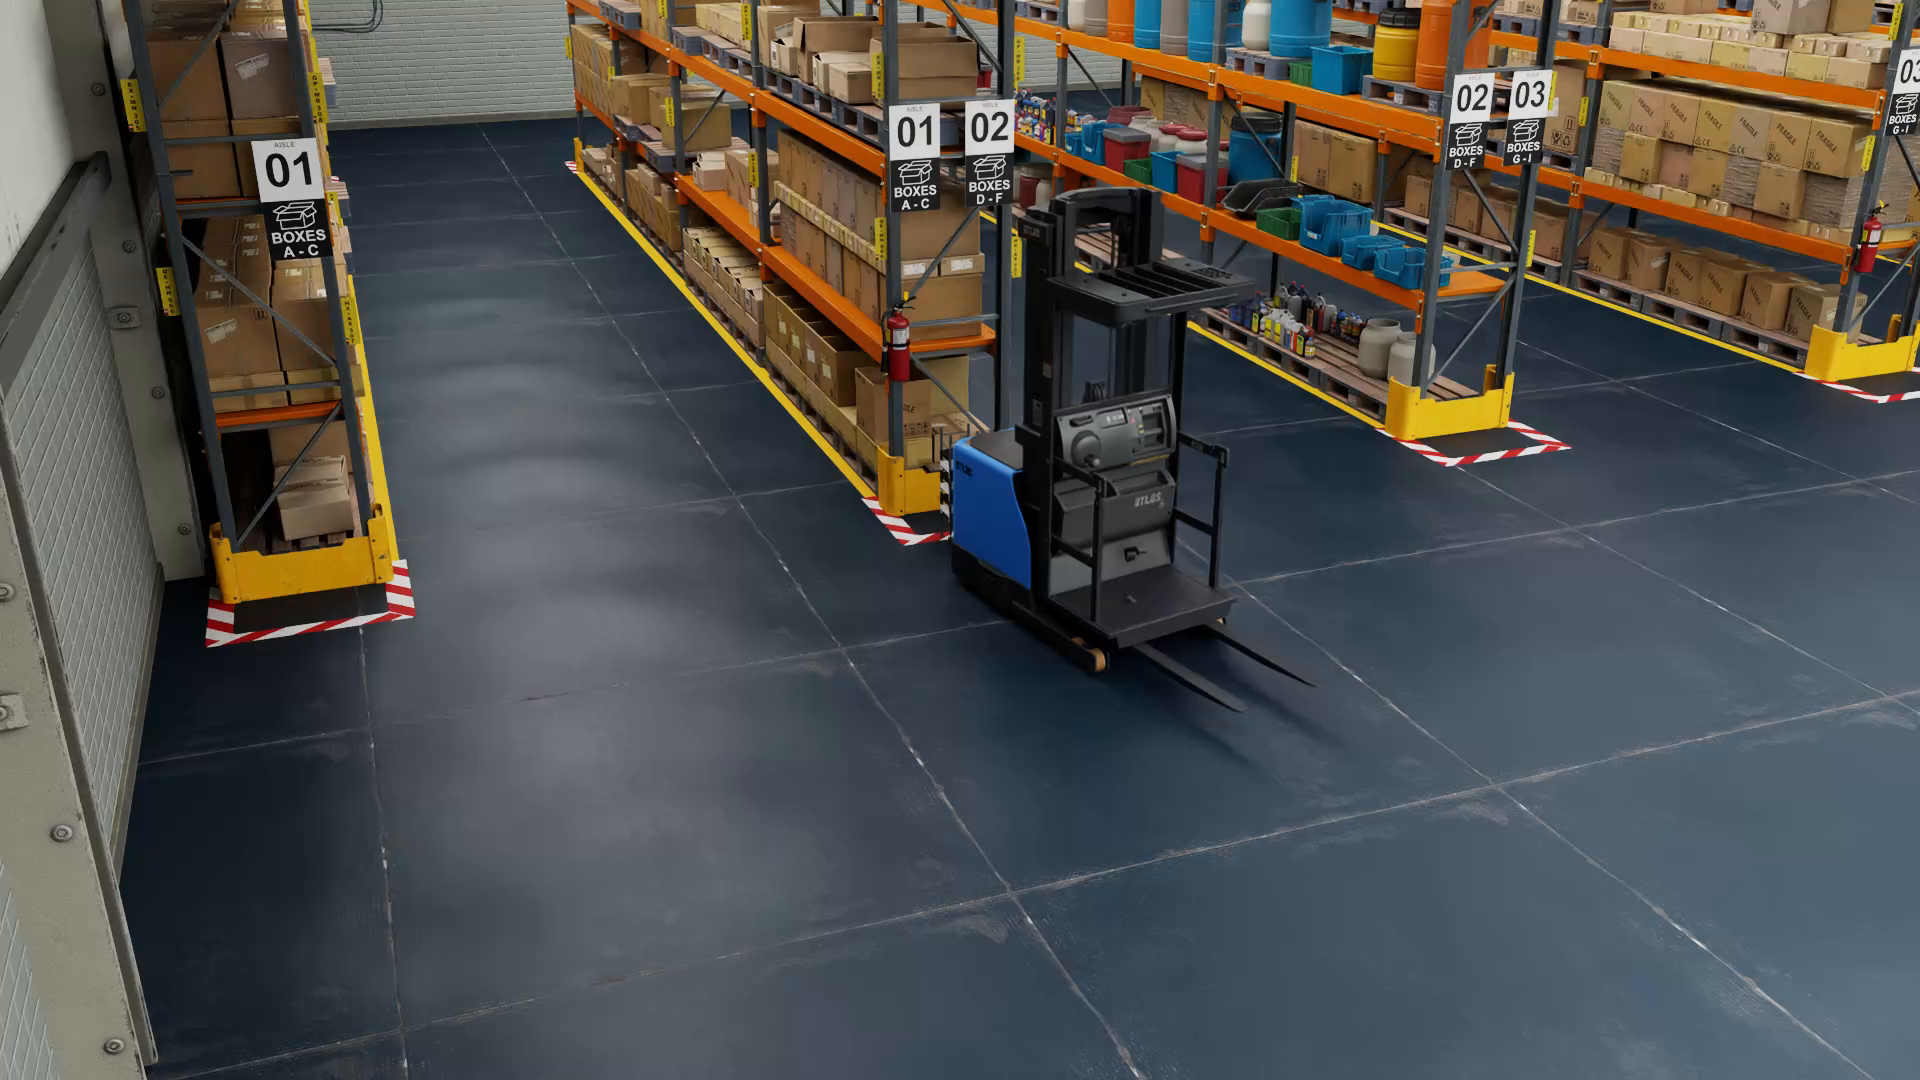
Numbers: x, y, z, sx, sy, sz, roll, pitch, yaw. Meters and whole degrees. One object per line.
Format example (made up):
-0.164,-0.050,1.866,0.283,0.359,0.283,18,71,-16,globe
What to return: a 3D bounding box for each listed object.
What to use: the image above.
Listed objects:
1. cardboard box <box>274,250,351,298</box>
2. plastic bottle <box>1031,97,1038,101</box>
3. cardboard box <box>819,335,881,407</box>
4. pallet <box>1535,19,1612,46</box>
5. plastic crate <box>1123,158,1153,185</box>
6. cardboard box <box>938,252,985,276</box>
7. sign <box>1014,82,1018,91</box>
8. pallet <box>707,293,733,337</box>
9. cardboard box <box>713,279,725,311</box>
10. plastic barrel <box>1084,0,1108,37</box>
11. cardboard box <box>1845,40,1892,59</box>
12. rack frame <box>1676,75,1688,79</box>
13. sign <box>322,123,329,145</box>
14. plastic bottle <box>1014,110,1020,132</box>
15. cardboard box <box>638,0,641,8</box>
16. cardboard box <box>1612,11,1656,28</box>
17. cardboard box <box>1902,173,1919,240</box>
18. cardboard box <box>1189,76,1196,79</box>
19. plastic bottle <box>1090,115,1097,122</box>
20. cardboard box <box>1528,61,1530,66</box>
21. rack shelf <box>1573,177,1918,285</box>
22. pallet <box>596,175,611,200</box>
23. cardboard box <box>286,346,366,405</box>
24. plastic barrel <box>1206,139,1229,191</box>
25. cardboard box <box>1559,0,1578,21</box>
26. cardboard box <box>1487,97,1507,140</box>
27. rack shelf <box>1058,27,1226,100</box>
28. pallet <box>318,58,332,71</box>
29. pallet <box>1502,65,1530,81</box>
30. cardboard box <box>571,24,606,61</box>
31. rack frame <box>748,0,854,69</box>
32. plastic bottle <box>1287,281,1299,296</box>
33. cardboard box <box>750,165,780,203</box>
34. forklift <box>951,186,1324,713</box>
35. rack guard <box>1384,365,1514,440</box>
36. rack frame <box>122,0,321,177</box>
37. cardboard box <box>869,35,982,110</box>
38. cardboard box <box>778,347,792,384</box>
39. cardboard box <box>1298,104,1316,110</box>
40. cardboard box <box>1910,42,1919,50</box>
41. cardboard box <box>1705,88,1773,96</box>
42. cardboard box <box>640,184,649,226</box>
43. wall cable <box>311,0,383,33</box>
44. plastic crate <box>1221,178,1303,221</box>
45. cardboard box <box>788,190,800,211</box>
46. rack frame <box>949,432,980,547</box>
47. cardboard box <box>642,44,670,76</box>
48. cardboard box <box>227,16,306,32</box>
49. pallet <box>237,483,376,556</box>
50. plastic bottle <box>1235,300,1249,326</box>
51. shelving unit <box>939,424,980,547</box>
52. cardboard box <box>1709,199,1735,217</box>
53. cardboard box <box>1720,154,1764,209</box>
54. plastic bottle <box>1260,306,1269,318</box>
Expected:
-4.946,-1.905,12.734,0.500,0.500,0.500,-9,25,-21,cardboard box
1.061,-6.283,24.078,0.152,0.276,0.135,-8,24,-19,plastic bottle
-0.919,-1.504,14.613,0.500,0.500,0.500,-8,24,-19,cardboard box
7.653,-6.062,19.774,1.213,0.211,1.003,-8,24,-19,pallet
2.259,-4.344,19.592,0.450,0.188,0.662,-8,24,-19,plastic crate
-0.021,-2.233,13.347,0.380,0.149,0.250,-9,24,-19,cardboard box
0.827,-6.957,25.161,0.100,0.325,0.005,-8,24,-19,sign
-2.229,-2.591,18.749,1.003,0.211,1.213,-8,24,-19,pallet
-2.451,-2.762,18.564,0.500,0.250,0.500,-8,24,-18,cardboard box
1.812,-6.586,20.131,0.600,0.901,0.600,0,23,0,plastic barrel
8.813,-4.740,16.075,0.380,0.149,0.250,-9,25,-21,cardboard box
11.035,-6.625,24.729,1.000,3.000,0.127,-8,24,-19,rack frame
-7.039,-4.517,18.340,0.100,0.325,0.005,-8,24,-19,sign
0.779,-5.751,22.807,0.061,0.283,0.133,-8,24,-19,plastic bottle
-3.741,-7.067,21.118,0.600,0.600,0.600,-9,25,-21,cardboard box
7.598,-5.864,18.742,0.380,0.149,0.250,-9,24,-21,cardboard box
12.604,-4.148,21.047,0.875,0.875,0.875,-8,24,-18,cardboard box
4.077,-7.851,27.963,0.380,0.149,0.250,-9,24,-20,cardboard box
1.801,-5.575,22.389,0.061,0.283,0.133,-8,24,-19,plastic bottle
9.518,-7.758,27.202,0.380,0.149,0.250,-8,24,-19,cardboard box
8.478,-3.469,18.169,1.077,0.370,4.000,-8,24,-19,rack shelf
-5.000,-5.485,25.616,1.003,0.211,1.213,-8,24,-19,pallet
-4.592,-1.196,12.017,0.500,0.250,0.500,-9,25,-21,cardboard box
3.005,-4.288,19.011,0.433,0.535,0.433,0,23,0,plastic barrel
7.346,-6.369,19.893,0.396,0.266,0.258,-7,24,-17,cardboard box
7.073,-5.386,21.116,0.797,0.503,0.637,-6,24,-14,cardboard box
2.432,-5.625,19.422,1.077,0.370,4.000,-8,24,-19,rack shelf
-6.618,-4.400,15.830,1.213,0.211,1.003,-8,24,-19,pallet
9.755,-7.692,27.509,1.003,0.211,1.213,-8,24,-19,pallet
-5.826,-7.839,26.195,0.500,0.500,0.500,-8,24,-17,cardboard box
-1.497,-5.934,15.367,1.000,3.000,0.127,-8,24,-19,rack frame
3.635,-2.636,18.109,0.144,0.351,0.185,-9,24,-20,plastic bottle
-1.939,-3.688,17.634,0.500,0.500,0.500,-7,24,-15,cardboard box
1.146,-0.689,10.734,1.130,2.935,3.031,-14,26,-29,forklift
4.480,-1.264,15.228,1.175,0.500,0.348,-8,24,-19,rack guard
-4.717,-3.800,10.303,1.000,3.000,0.127,-8,24,-19,rack frame
-0.283,-3.614,12.869,0.797,0.503,0.637,-7,24,-15,cardboard box
-1.445,-1.704,16.053,0.500,0.250,0.500,-8,24,-19,cardboard box
5.416,-6.727,24.844,0.500,0.500,0.500,-8,24,-18,cardboard box
9.304,-4.703,15.987,0.380,0.149,0.250,-9,24,-19,cardboard box
8.542,-4.682,18.322,0.500,0.500,0.500,-8,24,-19,cardboard box
-4.012,-4.543,22.443,0.500,0.500,0.500,-8,24,-18,cardboard box
-12.033,-10.287,29.691,3.097,2.526,0.112,-8,24,-19,wall cable
3.204,-3.612,17.660,0.767,0.338,0.504,-8,24,-19,plastic crate
-1.402,-3.206,15.653,0.380,0.149,0.250,-9,24,-20,cardboard box
0.033,-0.381,12.618,0.240,0.900,0.006,-8,24,-19,rack frame
-4.227,-6.793,23.713,0.500,0.500,0.500,-8,24,-18,cardboard box
-4.947,-3.481,11.966,0.500,0.500,0.500,-8,24,-18,cardboard box
-4.998,-0.078,12.787,1.003,0.211,1.213,-8,24,-19,pallet
3.035,-2.480,17.739,0.144,0.351,0.185,-8,24,-18,plastic bottle
-0.003,-0.418,12.706,0.258,0.900,0.210,-8,24,-19,shelving unit
8.263,-3.564,17.791,0.380,0.149,0.250,-8,24,-19,cardboard box
8.591,-3.814,17.548,0.875,0.500,0.500,-8,24,-19,cardboard box
3.189,-2.326,17.477,0.097,0.271,0.097,0,23,0,plastic bottle
